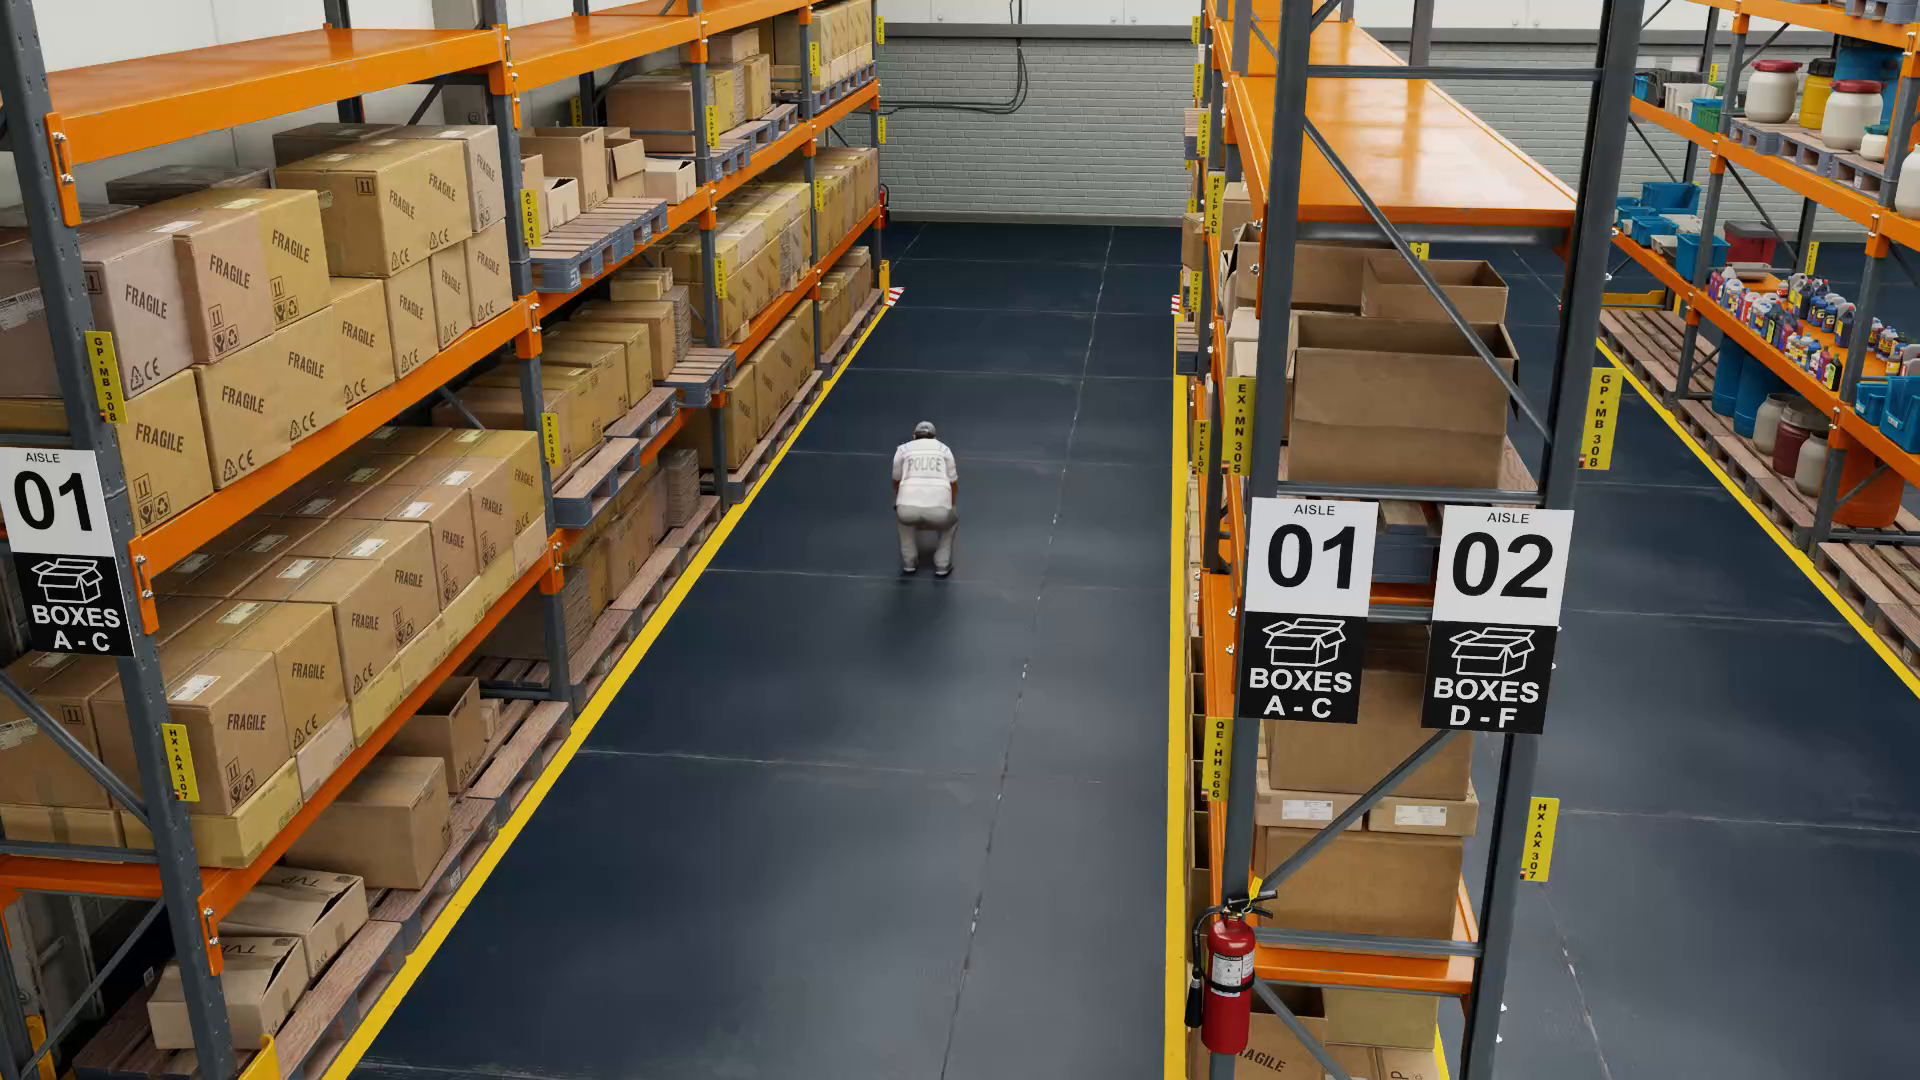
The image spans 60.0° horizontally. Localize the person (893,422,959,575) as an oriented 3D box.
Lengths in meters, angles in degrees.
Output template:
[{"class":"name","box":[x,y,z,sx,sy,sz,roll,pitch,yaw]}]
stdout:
[{"class":"person","box":[-0.285,-0.309,13.046,0.537,1.108,0.826,2,21,6]}]
